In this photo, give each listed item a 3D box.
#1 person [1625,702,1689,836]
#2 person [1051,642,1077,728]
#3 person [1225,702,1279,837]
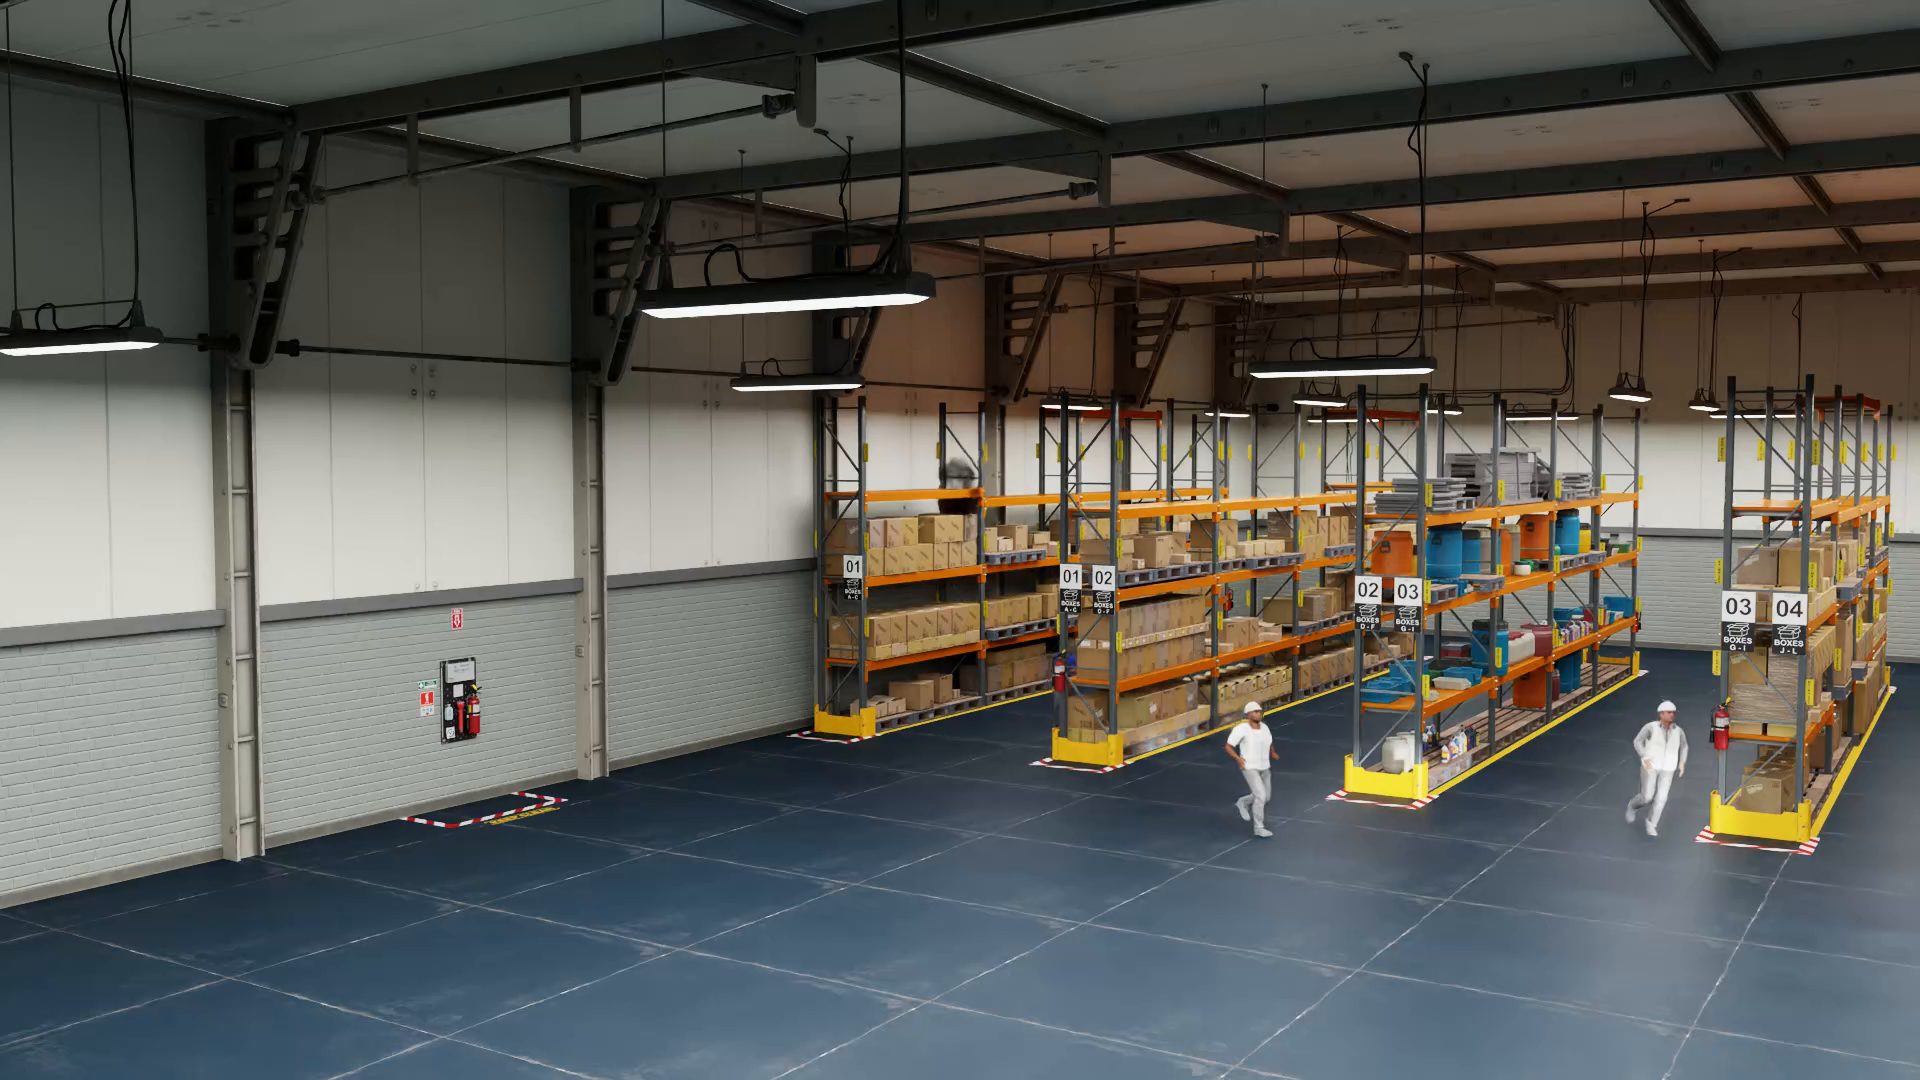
[{"bbox_3d":[9.245,2.987,21.949,0.727,1.730,0.696,0,3,4],"label":"person"},{"bbox_3d":[1.845,2.694,29.660,0.549,1.457,0.915,1,3,22],"label":"person"},{"bbox_3d":[3.849,2.990,21.857,0.712,1.732,0.795,-2,3,-31],"label":"person"}]
